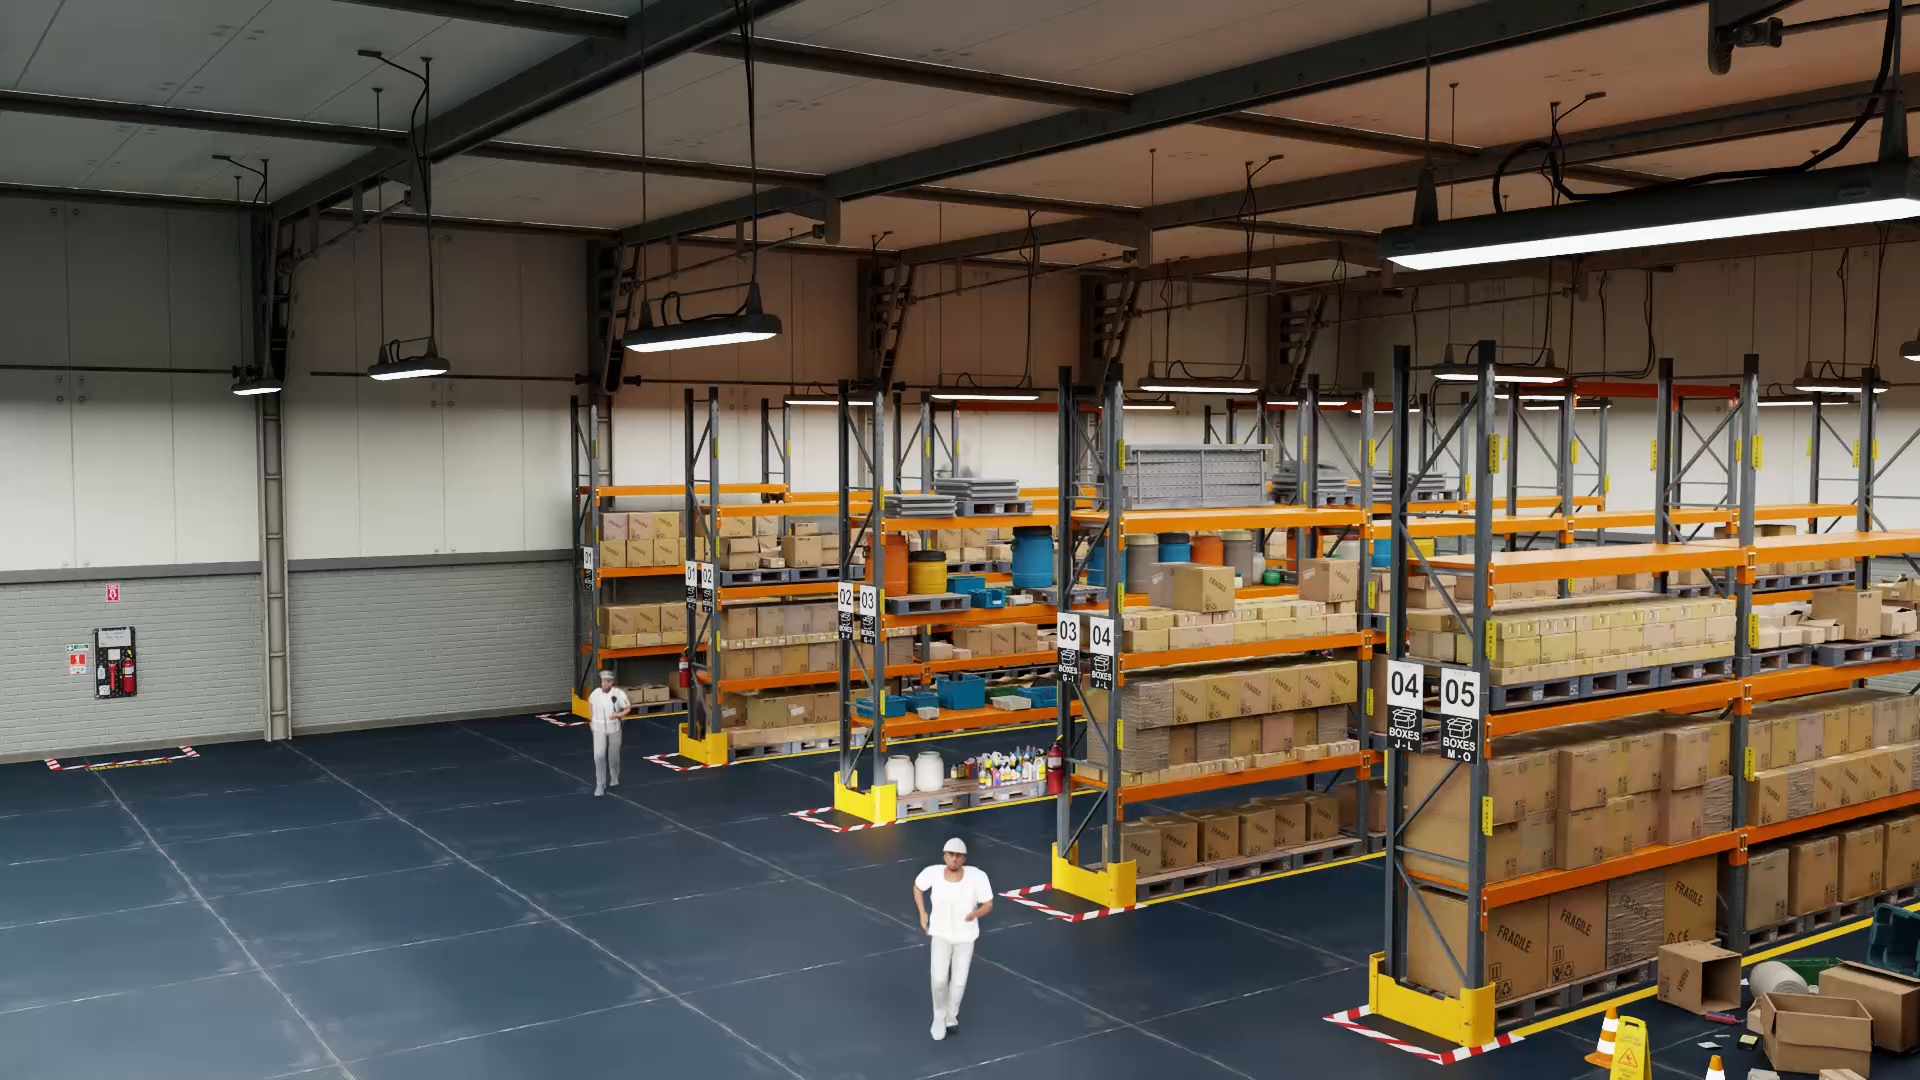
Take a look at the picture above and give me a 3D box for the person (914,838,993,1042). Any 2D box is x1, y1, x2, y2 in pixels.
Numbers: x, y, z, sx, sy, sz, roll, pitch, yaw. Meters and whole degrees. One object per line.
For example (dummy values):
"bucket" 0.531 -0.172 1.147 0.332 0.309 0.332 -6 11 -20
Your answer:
"person" -0.055 3.426 14.351 0.682 1.757 0.741 0 3 -2

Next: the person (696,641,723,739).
"person" -4.309 2.581 28.805 0.731 1.765 0.627 -3 5 -43

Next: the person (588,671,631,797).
"person" -5.156 2.821 24.442 0.645 1.838 0.816 0 3 -6
